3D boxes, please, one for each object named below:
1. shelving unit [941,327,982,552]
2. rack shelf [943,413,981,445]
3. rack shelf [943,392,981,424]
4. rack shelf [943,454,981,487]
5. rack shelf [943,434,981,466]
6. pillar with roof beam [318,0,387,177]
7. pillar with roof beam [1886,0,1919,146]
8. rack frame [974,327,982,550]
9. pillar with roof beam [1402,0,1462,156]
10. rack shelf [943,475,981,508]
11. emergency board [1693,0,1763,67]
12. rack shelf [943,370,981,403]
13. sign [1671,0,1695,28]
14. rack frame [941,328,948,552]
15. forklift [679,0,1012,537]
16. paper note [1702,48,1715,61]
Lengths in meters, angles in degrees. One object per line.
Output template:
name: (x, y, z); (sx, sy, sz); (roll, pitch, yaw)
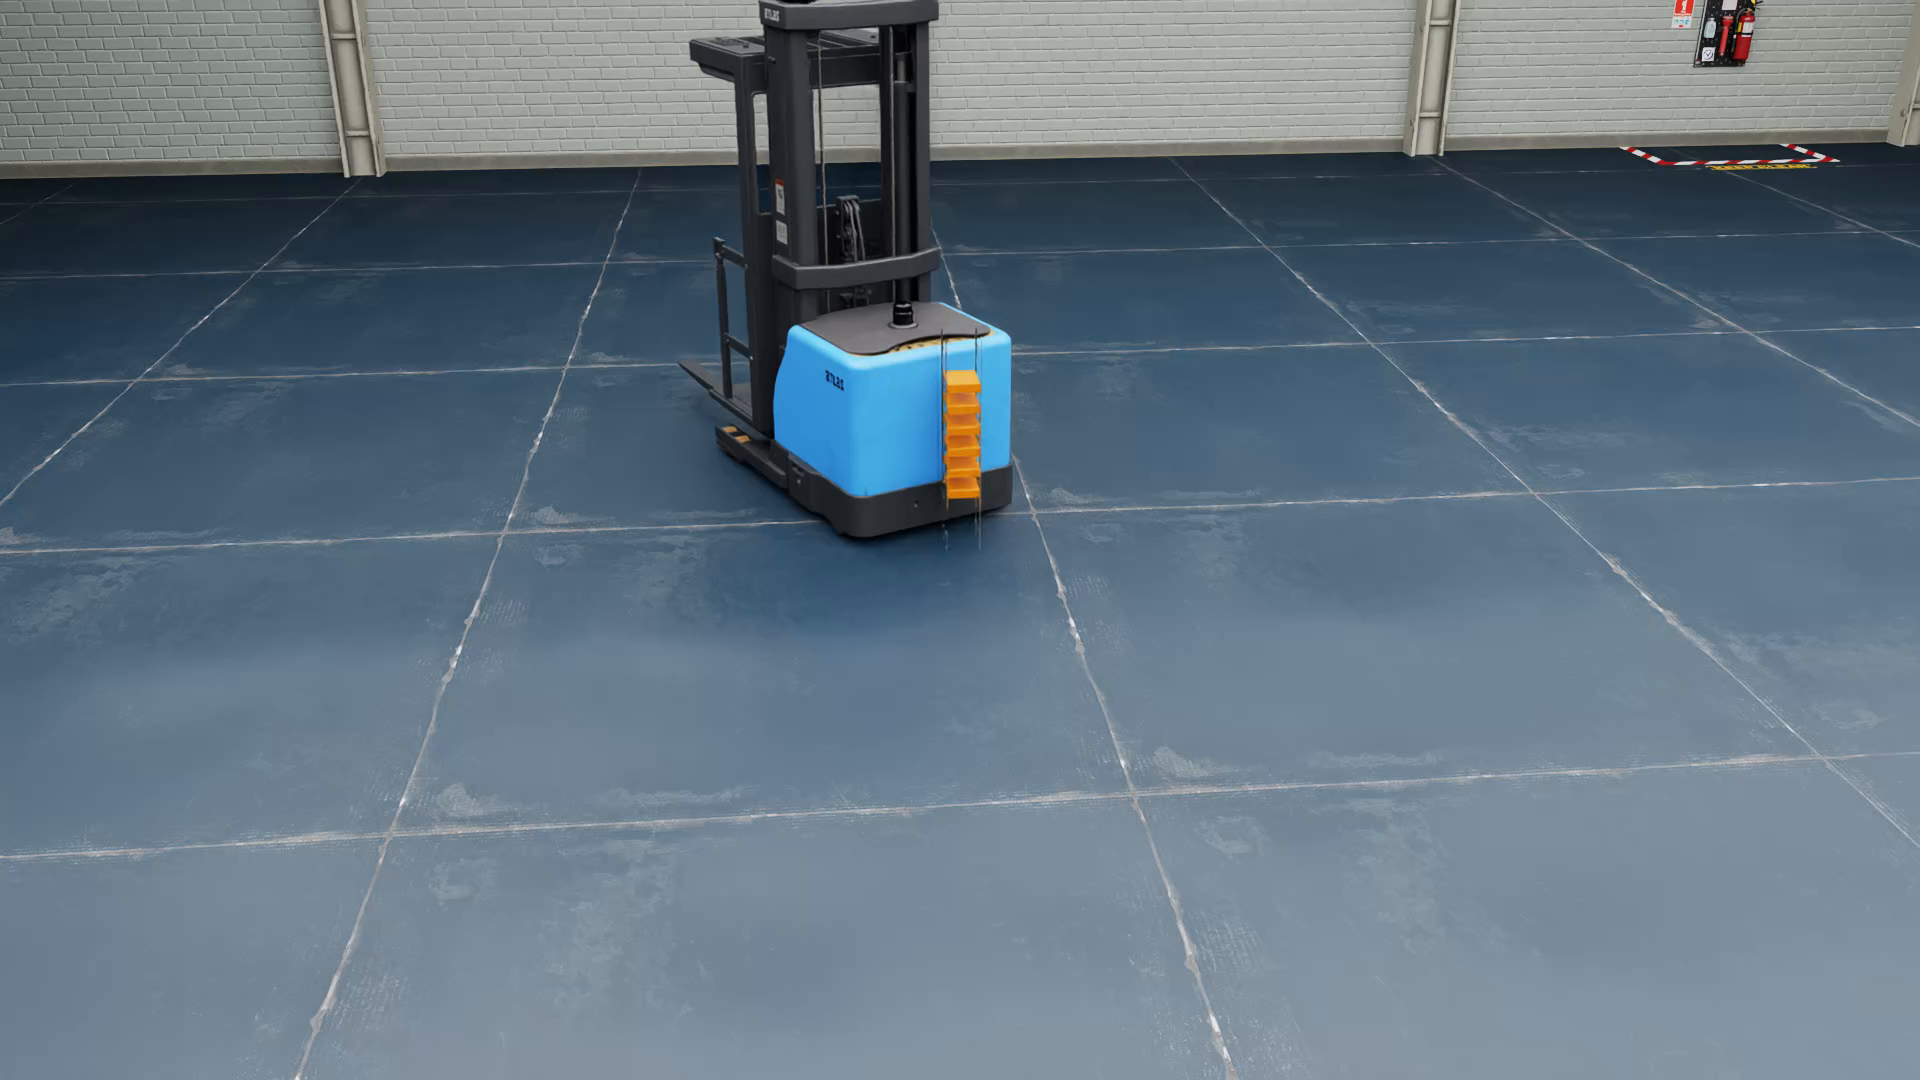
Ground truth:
shelving unit: (0.007, -0.535, 8.976); (0.189, 1.200, 0.258); (-3, 24, -6)
rack shelf: (0.007, -0.604, 8.946); (0.180, 0.103, 0.258); (-3, 24, -6)
rack shelf: (0.007, -0.714, 8.897); (0.180, 0.103, 0.258); (-3, 24, -6)
rack shelf: (0.007, -0.385, 9.043); (0.180, 0.103, 0.258); (-3, 24, -6)
rack shelf: (0.007, -0.495, 8.994); (0.180, 0.103, 0.258); (-3, 24, -6)
pillar with roof beam: (-6.124, -6.406, 12.583); (0.400, 9.000, 9.100); (-2, 24, -5)
pillar with roof beam: (11.789, -7.124, 14.199); (0.400, 9.000, 9.100); (-2, 24, -5)
rack frame: (0.098, -0.539, 8.986); (0.006, 1.200, 0.240); (-3, 24, -6)
pillar with roof beam: (5.818, -6.885, 13.660); (0.400, 9.000, 9.100); (-2, 24, -5)
rack shelf: (0.007, -0.275, 9.092); (0.180, 0.103, 0.258); (-3, 24, -6)
emergency board: (8.903, -6.040, 19.145); (0.643, 1.169, 0.194); (-2, 24, -5)
rack shelf: (0.008, -0.823, 8.848); (0.180, 0.103, 0.258); (-3, 24, -6)
sign: (8.342, -6.076, 19.182); (0.234, 0.329, 0.001); (-2, 24, -5)
rack frame: (-0.084, -0.531, 8.967); (0.006, 1.200, 0.240); (-3, 24, -6)
forklift: (-0.883, -1.908, 9.935); (1.130, 2.935, 3.031); (-13, 27, -28)
paper note: (8.720, -5.658, 19.371); (0.142, 0.148, 0.016); (-2, 24, -5)
